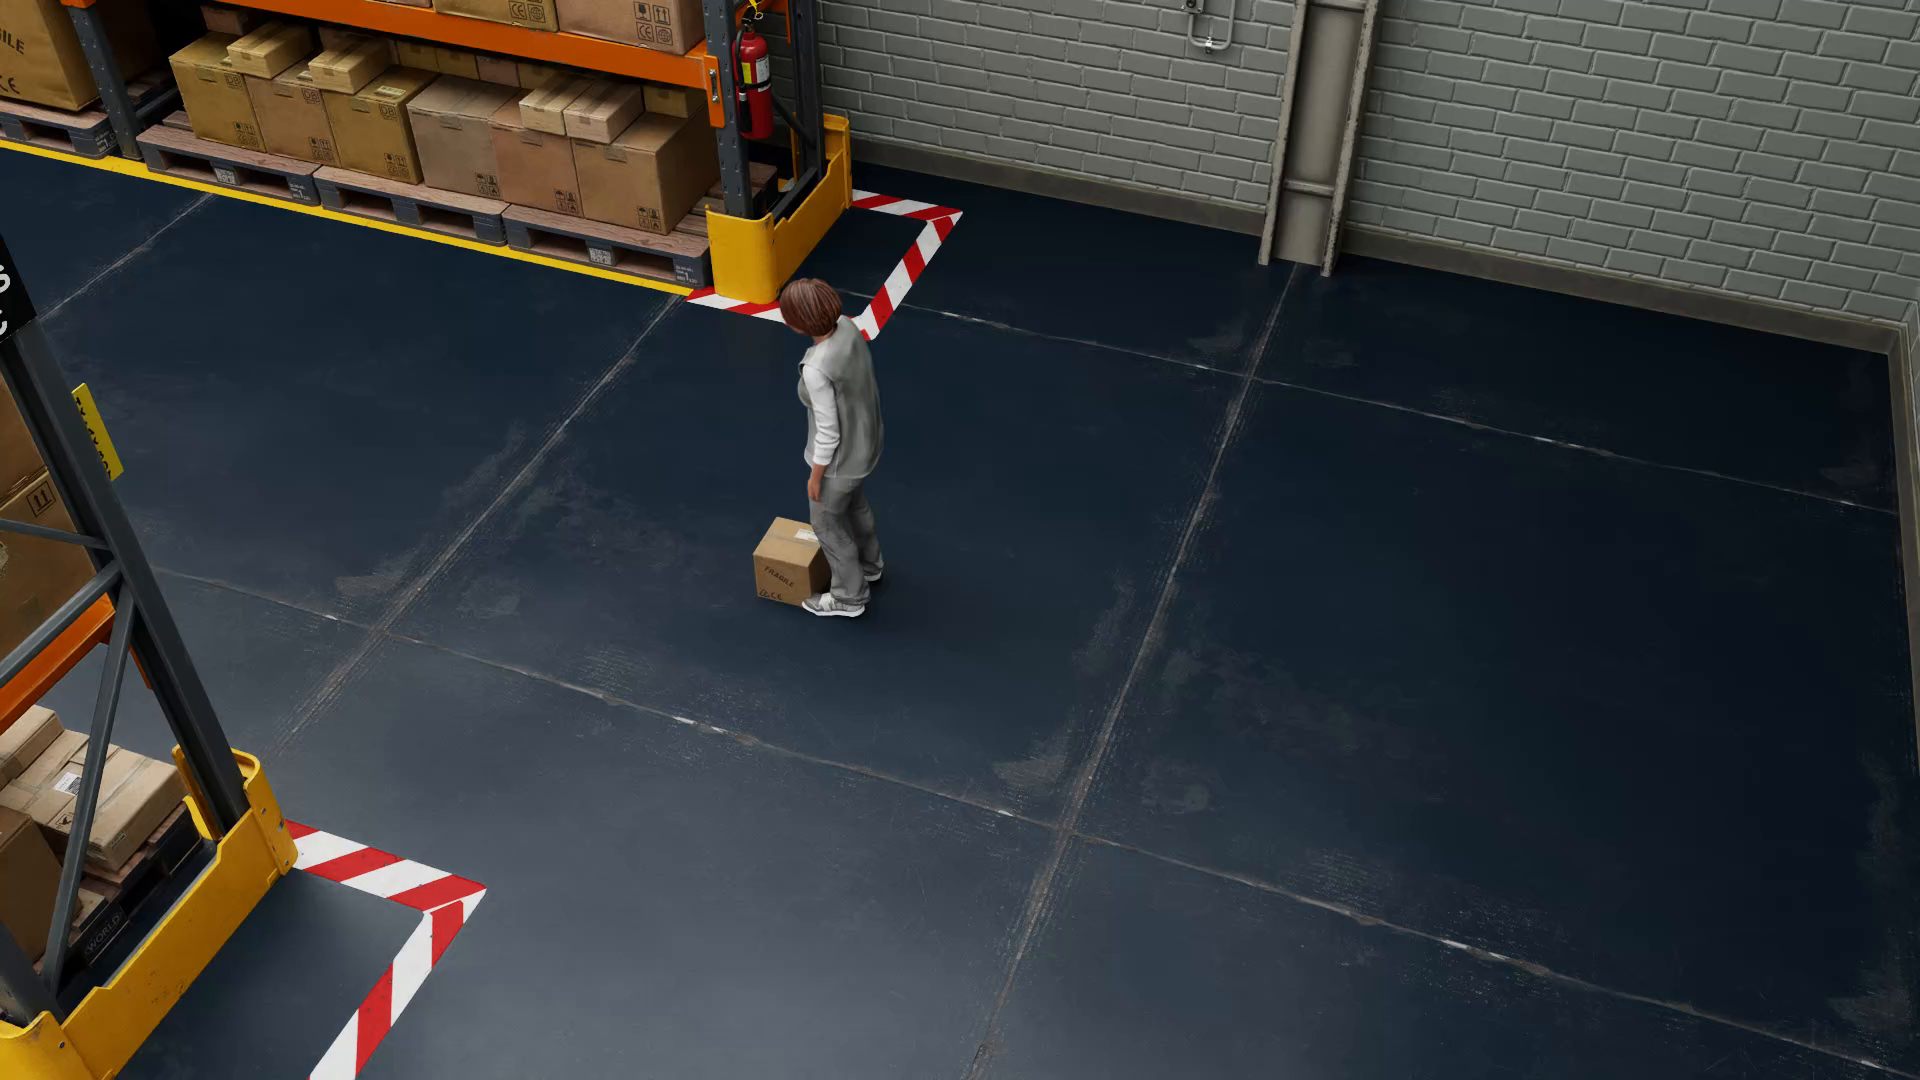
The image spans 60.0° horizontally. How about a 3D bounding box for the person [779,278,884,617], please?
[{"bbox_3d":[-0.480,-0.350,6.556,0.347,1.592,0.483,11,43,12],"label":"person"}]
